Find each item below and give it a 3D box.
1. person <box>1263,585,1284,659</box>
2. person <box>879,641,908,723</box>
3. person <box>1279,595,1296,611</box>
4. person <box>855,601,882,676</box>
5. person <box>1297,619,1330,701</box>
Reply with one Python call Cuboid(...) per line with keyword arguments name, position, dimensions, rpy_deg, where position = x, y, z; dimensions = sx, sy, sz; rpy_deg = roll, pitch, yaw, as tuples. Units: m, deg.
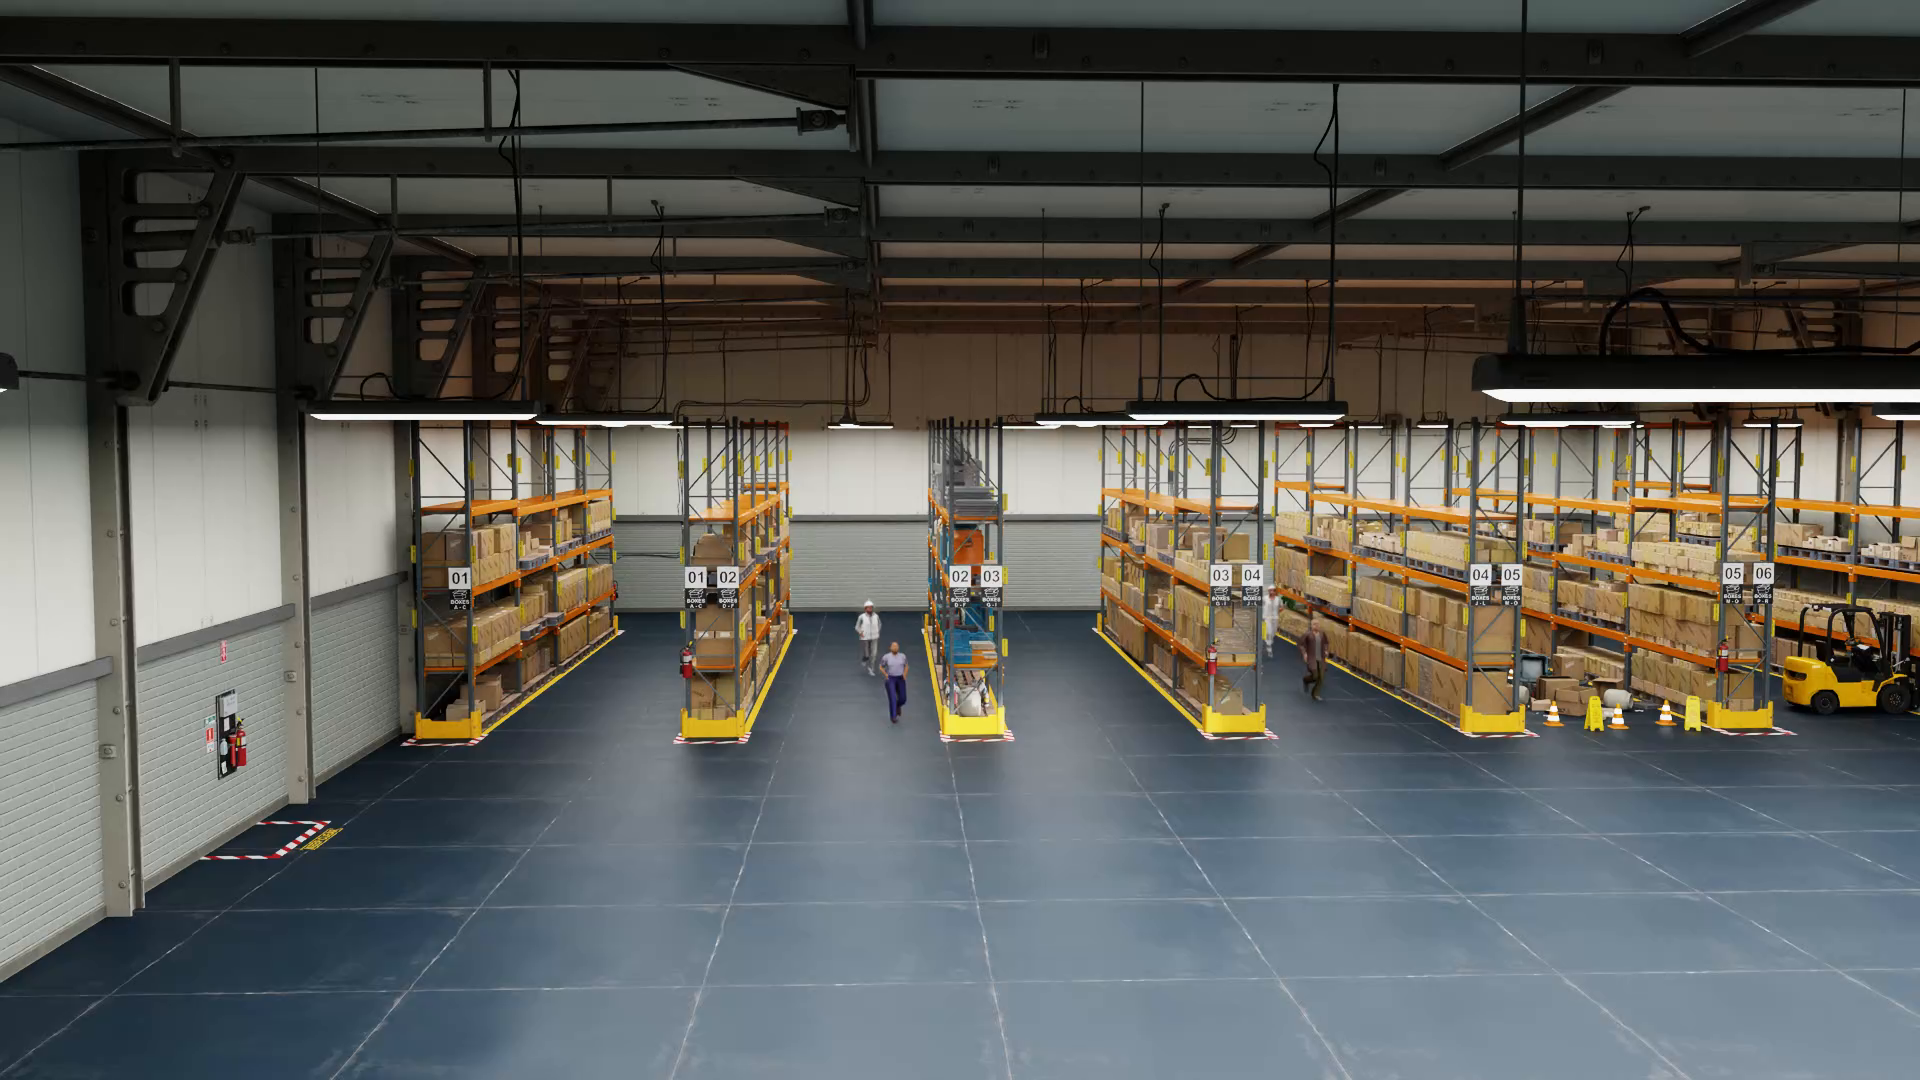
Cuboid(name="person", position=(7.905, 2.056, 42.268), dimensions=(0.662, 1.834, 0.776), rpy_deg=(-1, 4, -9))
Cuboid(name="person", position=(-1.295, 2.785, 32.798), dimensions=(0.605, 1.594, 0.579), rpy_deg=(-1, 4, -15))
Cuboid(name="person", position=(9.651, 1.645, 48.897), dimensions=(0.929, 1.788, 0.686), rpy_deg=(-1, 4, -10))
Cuboid(name="person", position=(-2.134, 2.308, 39.158), dimensions=(0.661, 1.744, 0.733), rpy_deg=(-1, 4, -17))
Cuboid(name="person", position=(7.578, 2.645, 35.519), dimensions=(0.726, 1.535, 0.631), rpy_deg=(-1, 4, -13))
